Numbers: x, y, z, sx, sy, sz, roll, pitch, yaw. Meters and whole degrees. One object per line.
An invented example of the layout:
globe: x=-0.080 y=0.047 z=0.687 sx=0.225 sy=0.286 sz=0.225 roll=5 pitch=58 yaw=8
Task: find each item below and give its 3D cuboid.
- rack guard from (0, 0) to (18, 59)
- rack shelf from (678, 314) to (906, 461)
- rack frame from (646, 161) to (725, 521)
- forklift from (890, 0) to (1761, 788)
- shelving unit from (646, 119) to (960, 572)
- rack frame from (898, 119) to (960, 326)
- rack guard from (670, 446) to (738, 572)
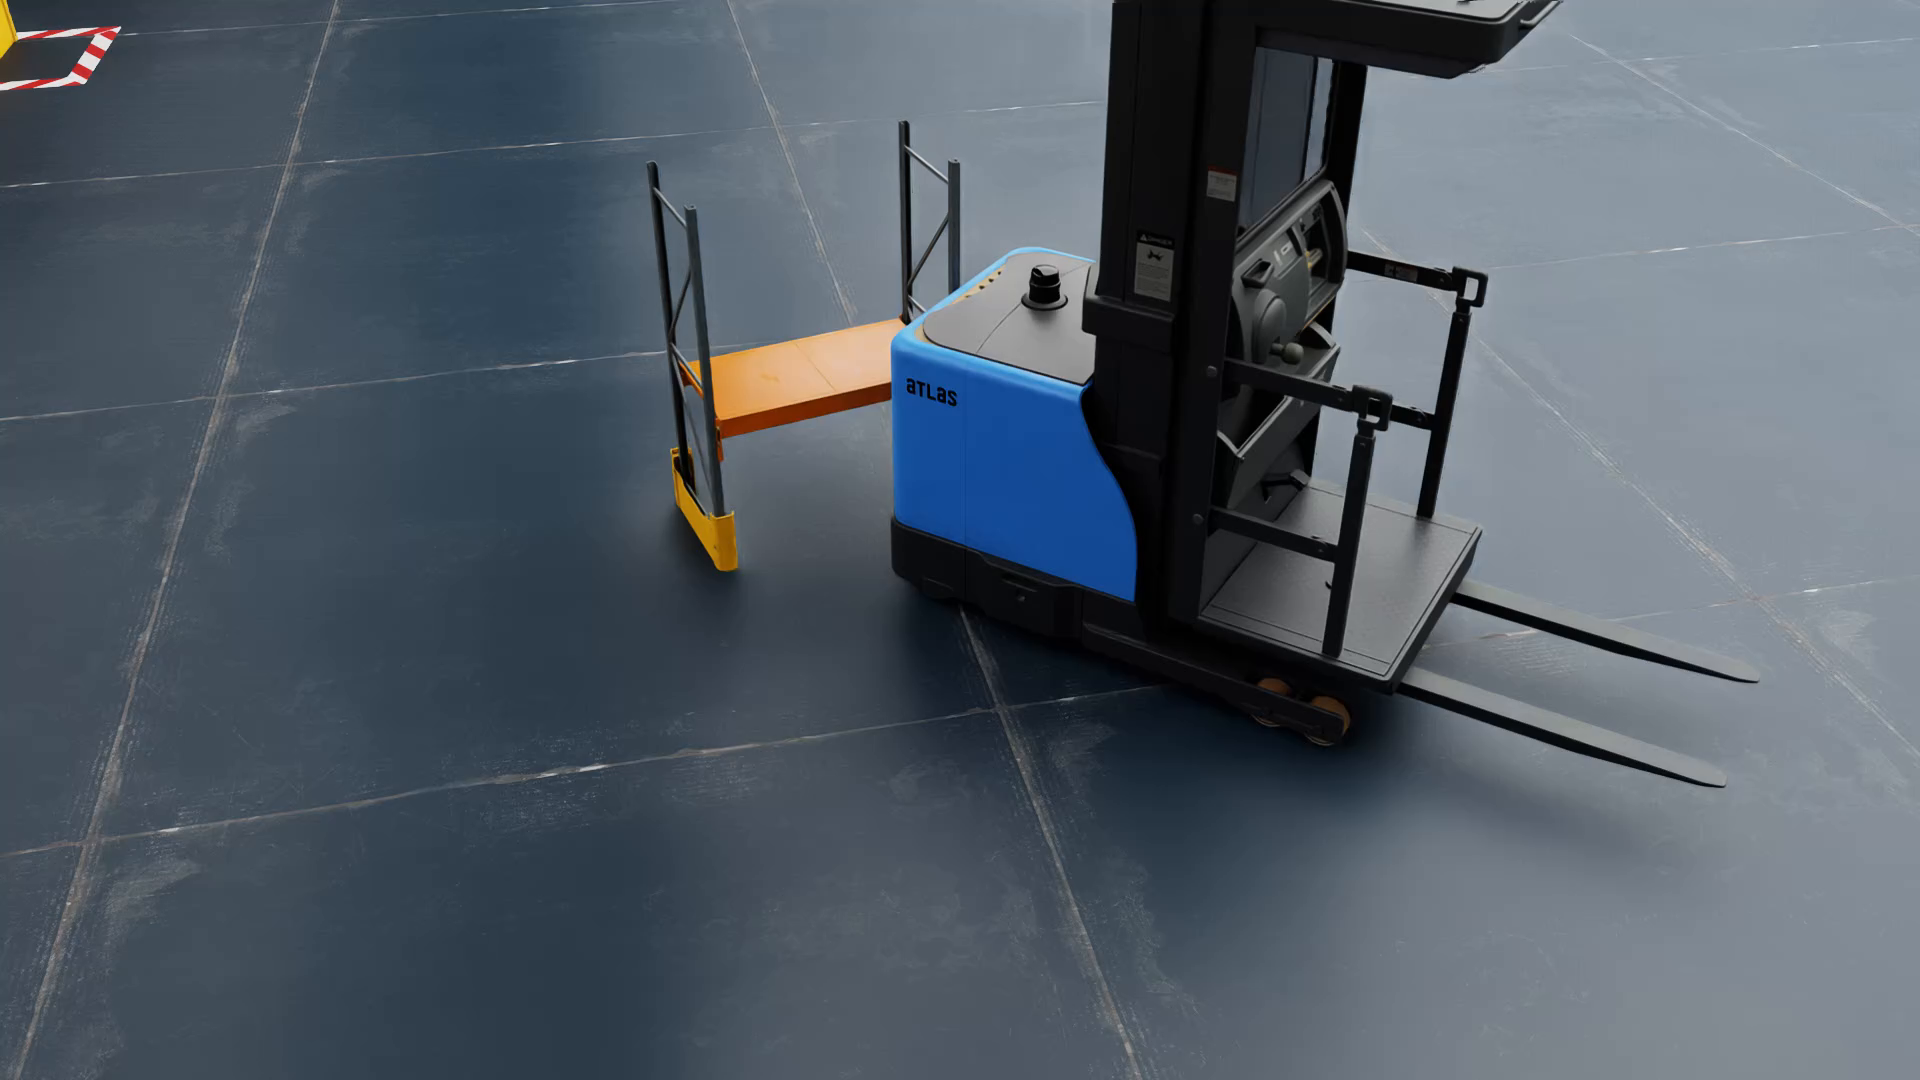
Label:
rack guard: x=-6.991 y=-3.592 z=11.654 sx=0.348 sy=0.500 sz=1.175 roll=-7 pitch=35 yaw=-11
rack shelf: x=-0.579 y=-0.624 z=6.657 sx=1.000 sy=0.185 sz=0.538 roll=-15 pitch=37 yaw=-21
rack frame: x=-1.037 y=-0.652 z=6.375 sx=0.032 sy=1.500 sz=0.500 roll=-15 pitch=37 yaw=-21
forklift: x=1.264 y=-0.852 z=5.390 sx=3.031 sy=2.935 sz=1.130 roll=18 pitch=38 yaw=25
shelving unit: x=-0.587 y=-0.772 z=6.554 sx=1.083 sy=1.500 sz=0.587 roll=-15 pitch=37 yaw=-21
rack frame: x=-0.120 y=-0.896 z=6.739 sx=0.032 sy=1.500 sz=0.500 roll=-15 pitch=37 yaw=-21
rack guard: x=-1.036 y=-0.133 z=6.724 sx=0.087 sy=0.250 sz=0.587 roll=-15 pitch=37 yaw=-21
